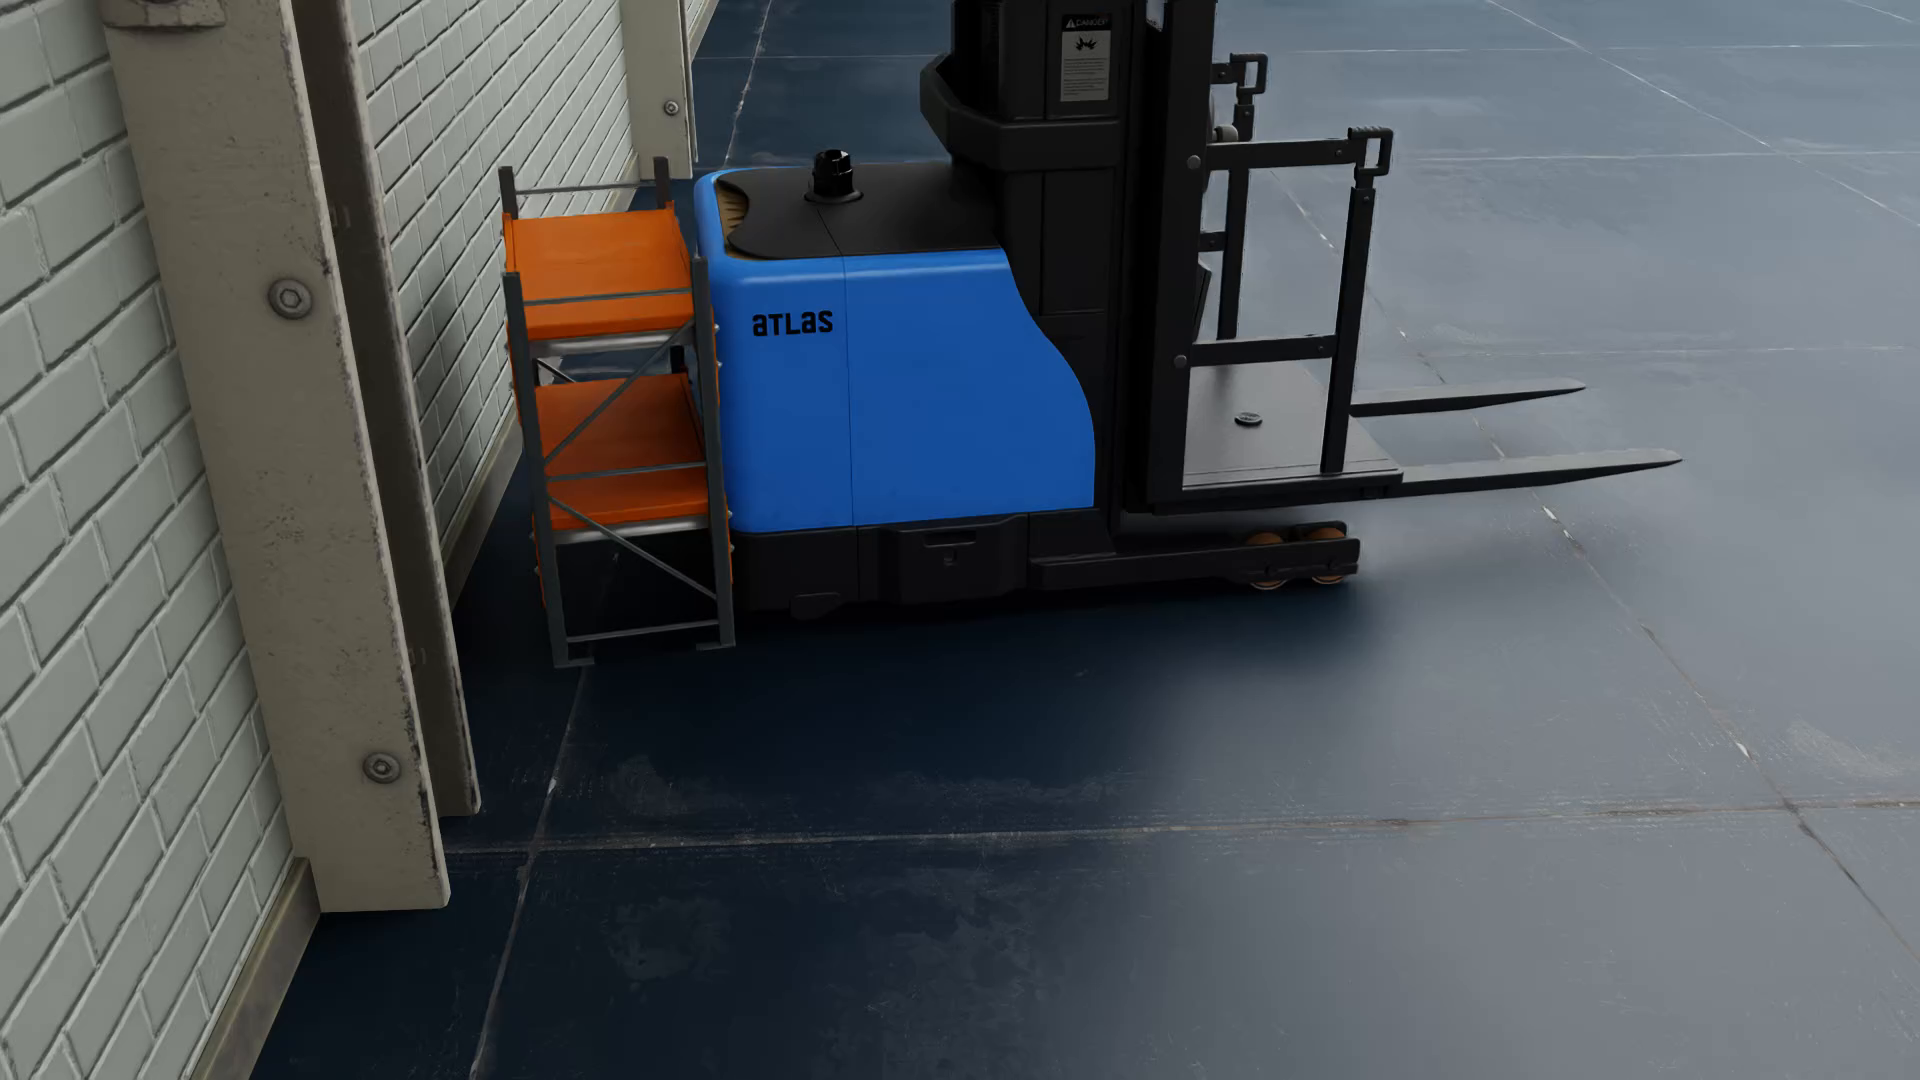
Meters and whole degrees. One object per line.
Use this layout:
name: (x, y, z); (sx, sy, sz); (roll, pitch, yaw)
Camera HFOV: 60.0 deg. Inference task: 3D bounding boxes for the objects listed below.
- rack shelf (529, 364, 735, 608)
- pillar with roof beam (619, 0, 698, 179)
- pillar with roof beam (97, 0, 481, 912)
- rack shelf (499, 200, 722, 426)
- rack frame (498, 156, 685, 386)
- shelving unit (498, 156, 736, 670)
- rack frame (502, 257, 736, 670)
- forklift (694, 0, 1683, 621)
rack shelf: (-1.003, -0.189, 4.925); (0.538, 0.278, 1.000); (-7, 28, -13)
pillar with roof beam: (2.681, -6.137, 7.286); (9.100, 9.000, 0.400); (-1, 28, -3)
pillar with roof beam: (2.994, -3.366, 1.974); (9.100, 9.000, 0.400); (-1, 28, -3)
rack shelf: (-1.003, -0.666, 4.677); (0.538, 0.278, 1.000); (-7, 28, -13)
rack frame: (-1.129, -0.634, 5.249); (0.500, 1.125, 0.032); (-7, 28, -13)
shelving unit: (-1.003, -0.406, 4.812); (0.538, 1.125, 1.048); (-7, 28, -13)
rack frame: (-0.876, -0.178, 4.376); (0.500, 1.125, 0.032); (-7, 28, -13)
forklift: (0.739, -1.387, 4.740); (3.031, 2.935, 1.130); (-5, 28, -9)
